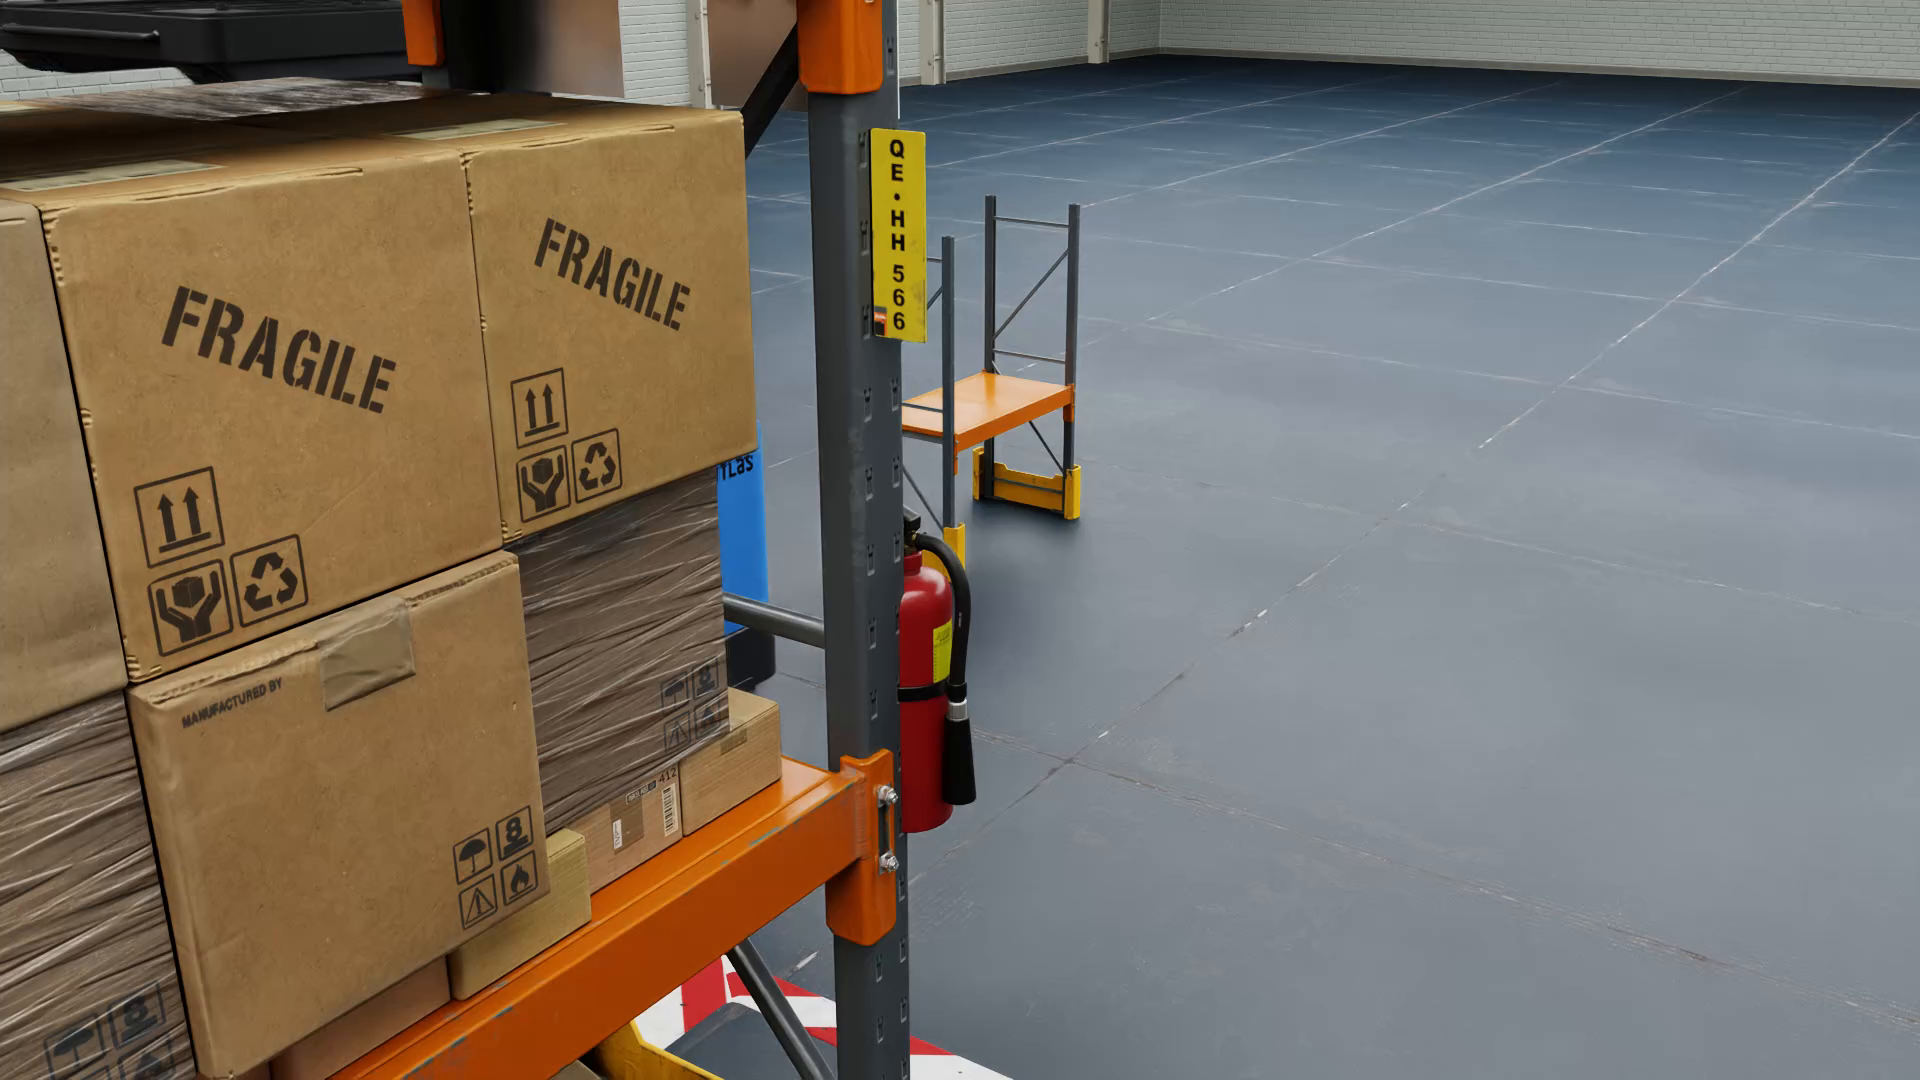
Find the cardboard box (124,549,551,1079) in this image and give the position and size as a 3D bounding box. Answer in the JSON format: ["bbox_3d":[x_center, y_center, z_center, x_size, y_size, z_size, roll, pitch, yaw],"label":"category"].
[{"bbox_3d":[-1.056,0.237,2.227,0.875,0.500,0.500,13,24,32],"label":"cardboard box"}]

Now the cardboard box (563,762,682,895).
[{"bbox_3d":[-0.673,0.416,2.679,0.380,0.149,0.250,13,24,32],"label":"cardboard box"}]

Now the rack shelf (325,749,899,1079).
[{"bbox_3d":[-1.667,1.016,1.732,1.077,0.370,4.000,13,24,32],"label":"rack shelf"}]

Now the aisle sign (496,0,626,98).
[{"bbox_3d":[-0.756,-1.191,2.914,0.394,0.787,0.004,13,24,32],"label":"aisle sign"}]

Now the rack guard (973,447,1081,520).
[{"bbox_3d":[0.323,-0.282,8.167,0.587,0.250,0.087,13,24,32],"label":"rack guard"}]

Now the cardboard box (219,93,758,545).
[{"bbox_3d":[-0.647,-0.345,2.360,0.500,0.500,0.500,13,24,32],"label":"cardboard box"}]

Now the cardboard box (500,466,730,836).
[{"bbox_3d":[-0.875,0.070,2.678,0.875,0.500,0.500,13,24,32],"label":"cardboard box"}]

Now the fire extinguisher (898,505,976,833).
[{"bbox_3d":[-0.097,0.198,3.018,0.296,0.674,0.183,13,24,32],"label":"fire extinguisher"}]

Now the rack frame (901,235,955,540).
[{"bbox_3d":[-0.238,-0.582,7.177,0.500,1.500,0.032,13,24,32],"label":"rack frame"}]

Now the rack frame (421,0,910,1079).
[{"bbox_3d":[-0.545,0.104,3.161,0.949,2.616,0.053,13,24,32],"label":"rack frame"}]

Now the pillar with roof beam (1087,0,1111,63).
[{"bbox_3d":[6.442,-13.353,30.893,9.100,9.000,0.400,13,24,32],"label":"pillar with roof beam"}]

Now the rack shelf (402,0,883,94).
[{"bbox_3d":[-1.667,-0.391,1.212,1.077,0.370,4.000,13,24,32],"label":"rack shelf"}]

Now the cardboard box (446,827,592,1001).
[{"bbox_3d":[-0.771,0.498,2.458,0.380,0.149,0.250,13,24,32],"label":"cardboard box"}]

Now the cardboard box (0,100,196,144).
[{"bbox_3d":[-1.364,-0.304,2.249,0.500,0.500,0.500,13,24,32],"label":"cardboard box"}]

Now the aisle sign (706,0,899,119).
[{"bbox_3d":[-0.260,-1.074,2.598,0.394,0.787,0.004,13,24,32],"label":"aisle sign"}]

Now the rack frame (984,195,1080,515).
[{"bbox_3d":[0.334,-0.874,7.965,0.500,1.500,0.032,13,24,32],"label":"rack frame"}]

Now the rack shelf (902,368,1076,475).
[{"bbox_3d":[0.048,-0.559,7.633,0.538,0.185,1.000,13,24,32],"label":"rack shelf"}]

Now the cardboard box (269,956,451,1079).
[{"bbox_3d":[-0.924,0.566,2.272,0.380,0.149,0.250,13,24,32],"label":"cardboard box"}]

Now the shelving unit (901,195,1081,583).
[{"bbox_3d":[0.043,-0.725,7.564,0.587,1.500,1.083,13,24,32],"label":"shelving unit"}]

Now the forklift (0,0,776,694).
[{"bbox_3d":[-1.949,-0.499,4.889,1.130,2.935,3.031,14,24,33],"label":"forklift"}]

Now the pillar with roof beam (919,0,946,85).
[{"bbox_3d":[3.069,-11.631,26.239,9.100,9.000,0.400,13,24,32],"label":"pillar with roof beam"}]

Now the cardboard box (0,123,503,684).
[{"bbox_3d":[-0.924,-0.200,1.969,0.500,0.500,0.500,13,24,32],"label":"cardboard box"}]

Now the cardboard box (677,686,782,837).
[{"bbox_3d":[-0.532,0.344,2.873,0.380,0.149,0.250,13,24,32],"label":"cardboard box"}]

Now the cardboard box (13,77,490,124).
[{"bbox_3d":[-1.077,-0.446,2.634,0.500,0.500,0.500,13,24,32],"label":"cardboard box"}]

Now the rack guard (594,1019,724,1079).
[{"bbox_3d":[-0.585,1.299,3.534,1.175,0.500,0.348,13,24,32],"label":"rack guard"}]

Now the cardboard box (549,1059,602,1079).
[{"bbox_3d":[-0.908,1.256,3.044,0.500,0.500,0.500,19,28,42],"label":"cardboard box"}]

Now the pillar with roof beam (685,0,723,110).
[{"bbox_3d":[-0.304,-9.910,21.585,9.100,9.000,0.400,13,24,32],"label":"pillar with roof beam"}]

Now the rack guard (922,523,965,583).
[{"bbox_3d":[-0.237,0.004,7.394,0.587,0.250,0.087,13,24,32],"label":"rack guard"}]

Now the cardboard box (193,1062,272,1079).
[{"bbox_3d":[-1.099,0.630,2.100,0.380,0.149,0.250,13,24,32],"label":"cardboard box"}]

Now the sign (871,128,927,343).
[{"bbox_3d":[-0.095,-0.473,2.595,0.100,0.325,0.005,13,24,32],"label":"sign"}]

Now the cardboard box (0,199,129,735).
[{"bbox_3d":[-1.207,-0.057,1.582,0.500,0.500,0.500,13,24,32],"label":"cardboard box"}]

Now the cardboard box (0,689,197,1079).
[{"bbox_3d":[-1.373,0.372,1.862,0.875,0.500,0.500,13,24,32],"label":"cardboard box"}]
